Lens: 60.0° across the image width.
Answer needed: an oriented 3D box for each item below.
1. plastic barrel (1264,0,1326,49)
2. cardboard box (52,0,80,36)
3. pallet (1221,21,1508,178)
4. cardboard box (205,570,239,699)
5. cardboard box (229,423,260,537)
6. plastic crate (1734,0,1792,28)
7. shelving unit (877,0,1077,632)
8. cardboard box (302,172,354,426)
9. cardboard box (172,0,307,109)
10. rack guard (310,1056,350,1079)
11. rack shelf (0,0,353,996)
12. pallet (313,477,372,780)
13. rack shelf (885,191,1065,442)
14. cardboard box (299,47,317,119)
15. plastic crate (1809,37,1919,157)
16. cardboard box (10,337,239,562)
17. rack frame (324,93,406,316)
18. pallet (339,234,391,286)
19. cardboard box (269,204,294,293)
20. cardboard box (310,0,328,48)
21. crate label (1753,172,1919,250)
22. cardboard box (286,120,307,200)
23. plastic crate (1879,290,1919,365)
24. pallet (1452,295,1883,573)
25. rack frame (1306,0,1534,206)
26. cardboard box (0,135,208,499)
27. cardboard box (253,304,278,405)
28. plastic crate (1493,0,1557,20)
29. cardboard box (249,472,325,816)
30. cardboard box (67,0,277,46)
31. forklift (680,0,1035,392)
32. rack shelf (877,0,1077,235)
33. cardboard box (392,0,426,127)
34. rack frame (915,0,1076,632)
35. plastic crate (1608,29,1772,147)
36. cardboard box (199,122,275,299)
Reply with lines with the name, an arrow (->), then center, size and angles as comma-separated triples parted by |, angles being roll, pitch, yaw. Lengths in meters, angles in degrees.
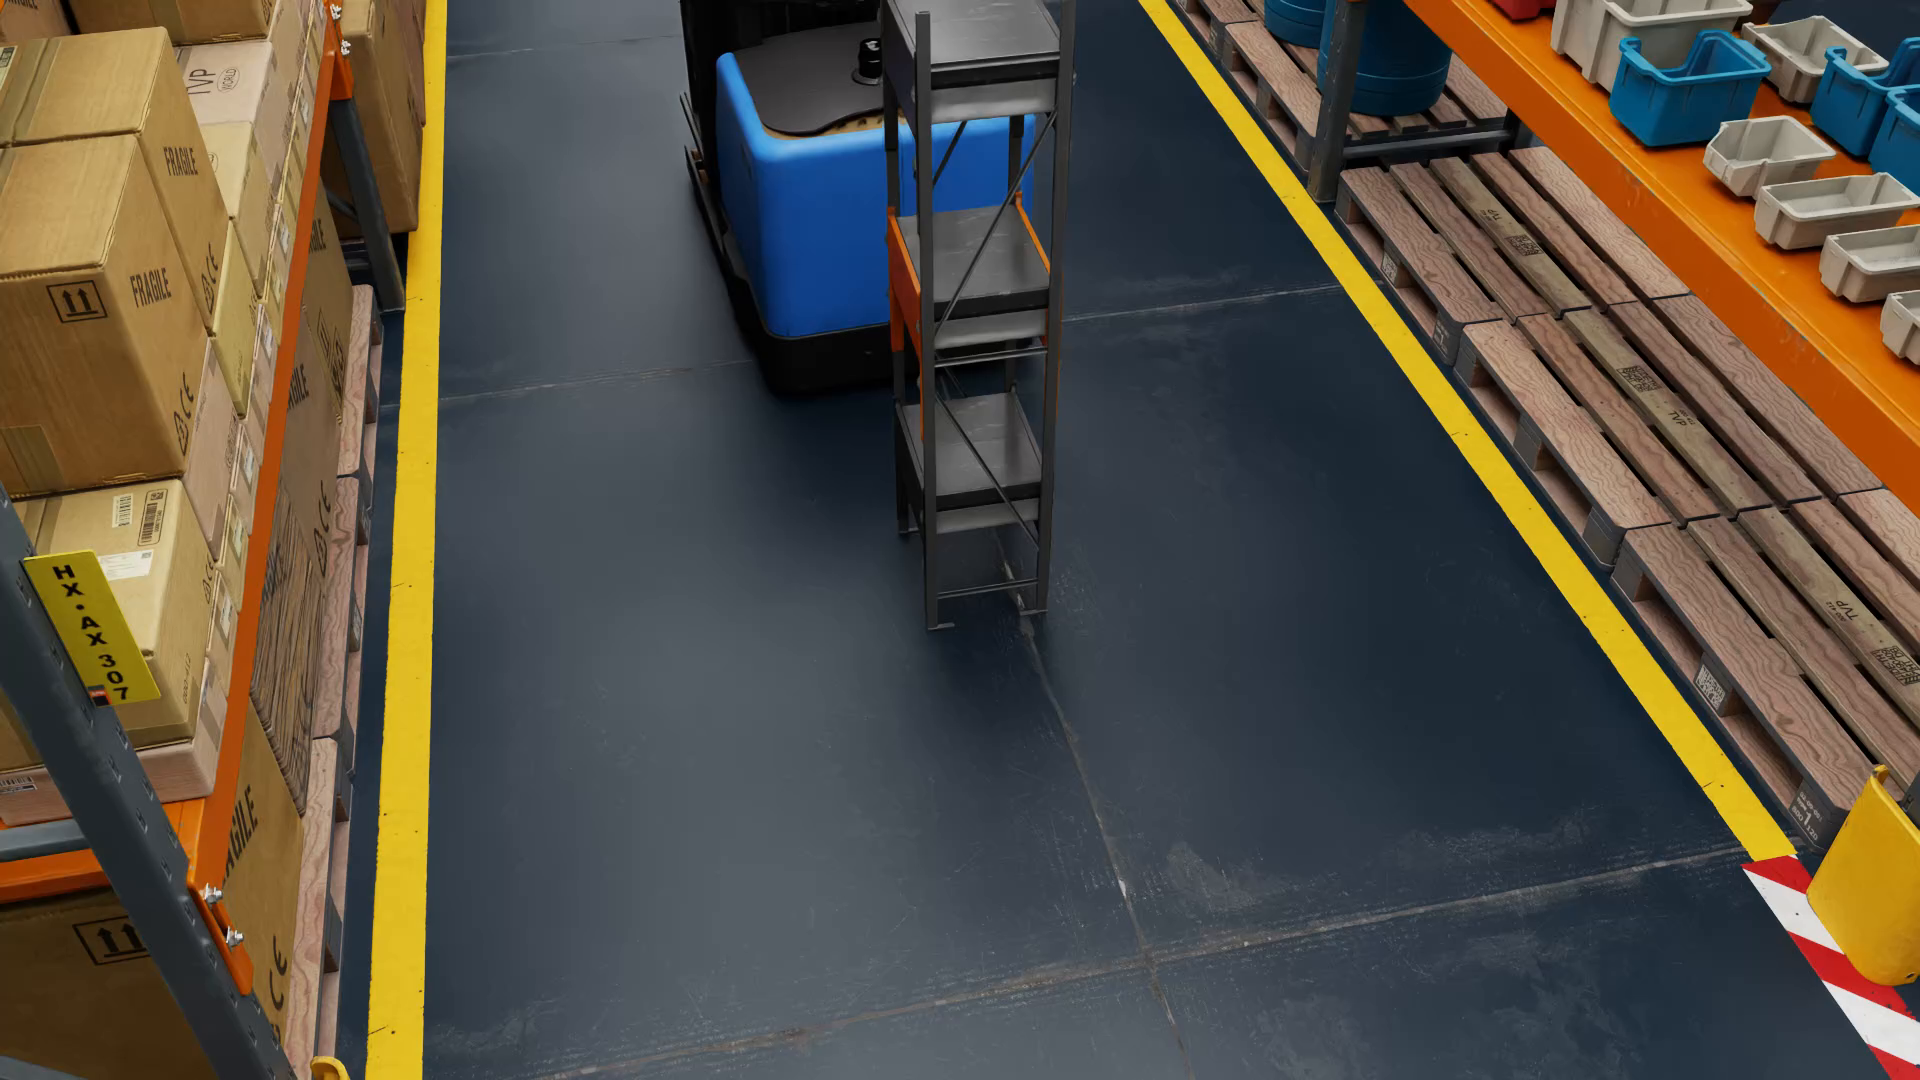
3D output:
plastic barrel -> 1.814, -2.916, 8.040 | 0.600, 0.901, 0.708 | -8, 42, -9
cardboard box -> -2.816, -1.688, 4.717 | 0.500, 0.500, 0.500 | -8, 42, -9
pallet -> 1.942, -2.193, 8.062 | 1.003, 0.211, 1.213 | -8, 42, -9
cardboard box -> -1.716, 0.223, 3.428 | 0.380, 0.149, 0.250 | -9, 42, -10
cardboard box -> -1.829, -0.112, 3.806 | 0.380, 0.149, 0.250 | -9, 42, -10
plastic crate -> 2.572, -1.962, 5.863 | 0.437, 0.125, 0.590 | -8, 42, -9
shelving unit -> 0.036, -0.678, 4.932 | 0.431, 2.100, 0.503 | -8, 42, -9
cardboard box -> -2.704, -0.943, 5.837 | 0.875, 0.875, 0.875 | -8, 42, -9
cardboard box -> -2.303, -1.492, 5.060 | 0.500, 0.250, 0.500 | -7, 42, -8
rack guard -> -1.900, 1.523, 3.658 | 1.175, 0.500, 0.348 | -8, 42, -9
rack shelf -> -2.337, -0.455, 4.545 | 1.077, 0.370, 4.000 | -8, 42, -9
pallet -> -2.414, 0.319, 5.232 | 1.003, 0.211, 1.213 | -8, 42, -9
rack shelf -> 0.036, -0.668, 4.941 | 0.431, 0.518, 0.480 | -8, 42, -9
cardboard box -> -2.272, -1.442, 5.305 | 0.380, 0.149, 0.250 | -9, 42, -10
plastic crate -> 2.851, -1.352, 5.095 | 0.416, 0.233, 0.300 | -8, 42, -9
cardboard box -> -1.864, -0.168, 3.569 | 0.500, 0.250, 0.500 | -9, 42, -10
rack frame -> -2.768, -2.020, 5.766 | 1.000, 3.000, 0.127 | -8, 42, -9
pallet -> -3.008, -1.467, 7.243 | 1.003, 0.211, 1.213 | -8, 42, -9
cardboard box -> -2.051, -0.778, 4.556 | 0.380, 0.149, 0.250 | -8, 42, -9
cardboard box -> -2.383, -1.776, 5.680 | 0.380, 0.149, 0.250 | -8, 42, -9
crate label -> 2.446, -0.931, 4.692 | 0.396, 0.136, 0.243 | -8, 42, -9
cardboard box -> -2.160, -1.109, 4.929 | 0.380, 0.149, 0.250 | -8, 42, -8
plastic crate -> 2.579, -0.564, 4.279 | 0.396, 0.136, 0.243 | -8, 42, -9
pallet -> 2.531, -0.424, 6.068 | 1.003, 0.211, 1.213 | -8, 42, -9
rack frame -> 2.068, -2.730, 6.566 | 1.000, 3.000, 0.127 | -8, 42, -9
cardboard box -> -1.853, -0.437, 3.307 | 0.500, 0.500, 0.500 | -9, 42, -10
cardboard box -> -1.939, -0.444, 4.180 | 0.380, 0.149, 0.250 | -9, 42, -10
plastic crate -> 2.016, -2.162, 5.832 | 0.402, 0.464, 0.583 | -8, 42, -9
cardboard box -> -2.318, 0.217, 4.530 | 0.875, 0.875, 0.875 | -8, 42, -9
cardboard box -> -2.304, -1.771, 4.809 | 0.500, 0.500, 0.500 | -8, 42, -9
forklift -> -0.613, -2.646, 6.523 | 1.130, 2.935, 3.031 | -11, 43, -12
rack shelf -> 0.036, -1.191, 4.476 | 0.431, 0.518, 0.480 | -8, 42, -9
cardboard box -> -3.120, -2.374, 7.449 | 1.225, 0.875, 0.875 | -10, 43, -11
rack frame -> 0.088, -0.520, 4.754 | 0.400, 2.100, 0.015 | -8, 42, -9
plastic crate -> 2.238, -1.391, 5.139 | 0.416, 0.233, 0.300 | -8, 42, -9
cardboard box -> -2.086, -0.832, 4.317 | 0.500, 0.250, 0.500 | -9, 42, -10
